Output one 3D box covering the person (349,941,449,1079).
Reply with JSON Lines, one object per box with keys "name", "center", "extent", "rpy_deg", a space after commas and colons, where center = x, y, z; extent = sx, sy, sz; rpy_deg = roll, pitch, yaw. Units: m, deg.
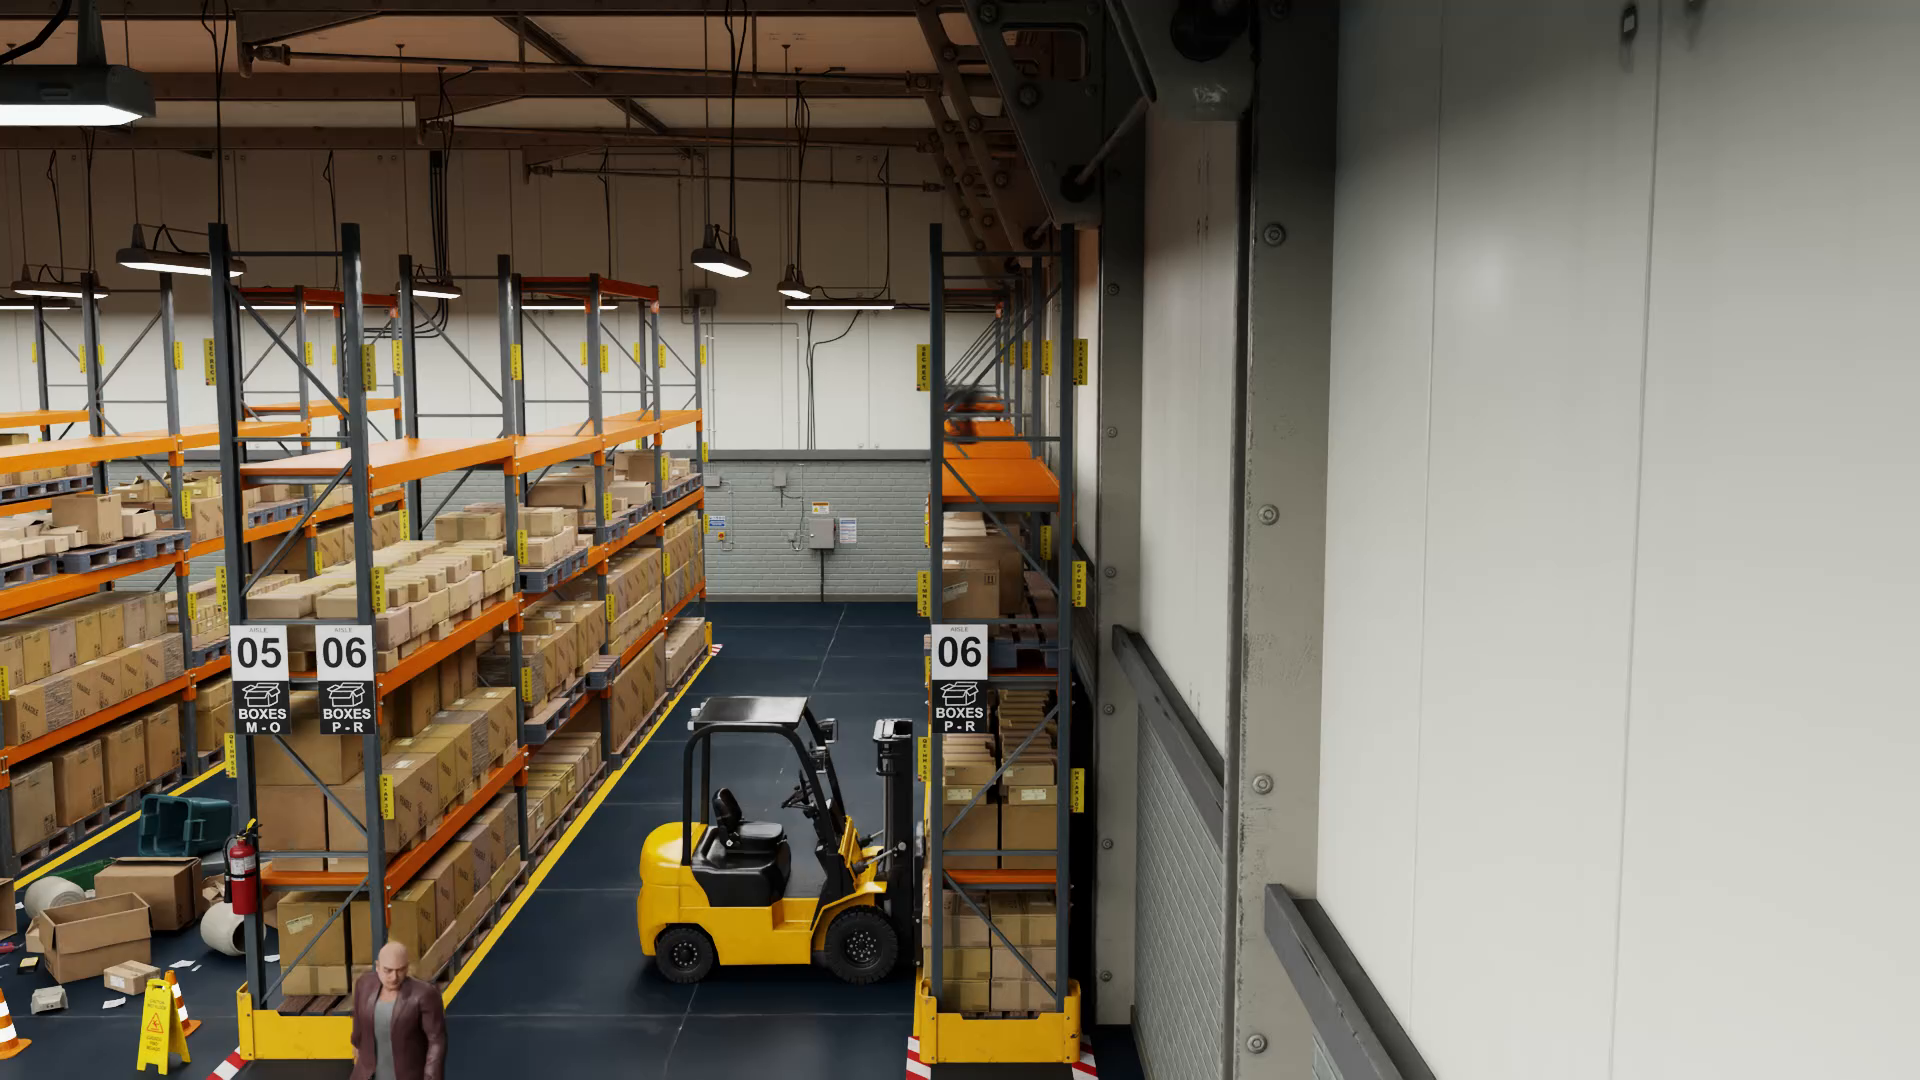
{"name": "person", "center": [-3.340, 3.133, 9.858], "extent": [0.687, 1.668, 0.559], "rpy_deg": [0, 7, 2]}
